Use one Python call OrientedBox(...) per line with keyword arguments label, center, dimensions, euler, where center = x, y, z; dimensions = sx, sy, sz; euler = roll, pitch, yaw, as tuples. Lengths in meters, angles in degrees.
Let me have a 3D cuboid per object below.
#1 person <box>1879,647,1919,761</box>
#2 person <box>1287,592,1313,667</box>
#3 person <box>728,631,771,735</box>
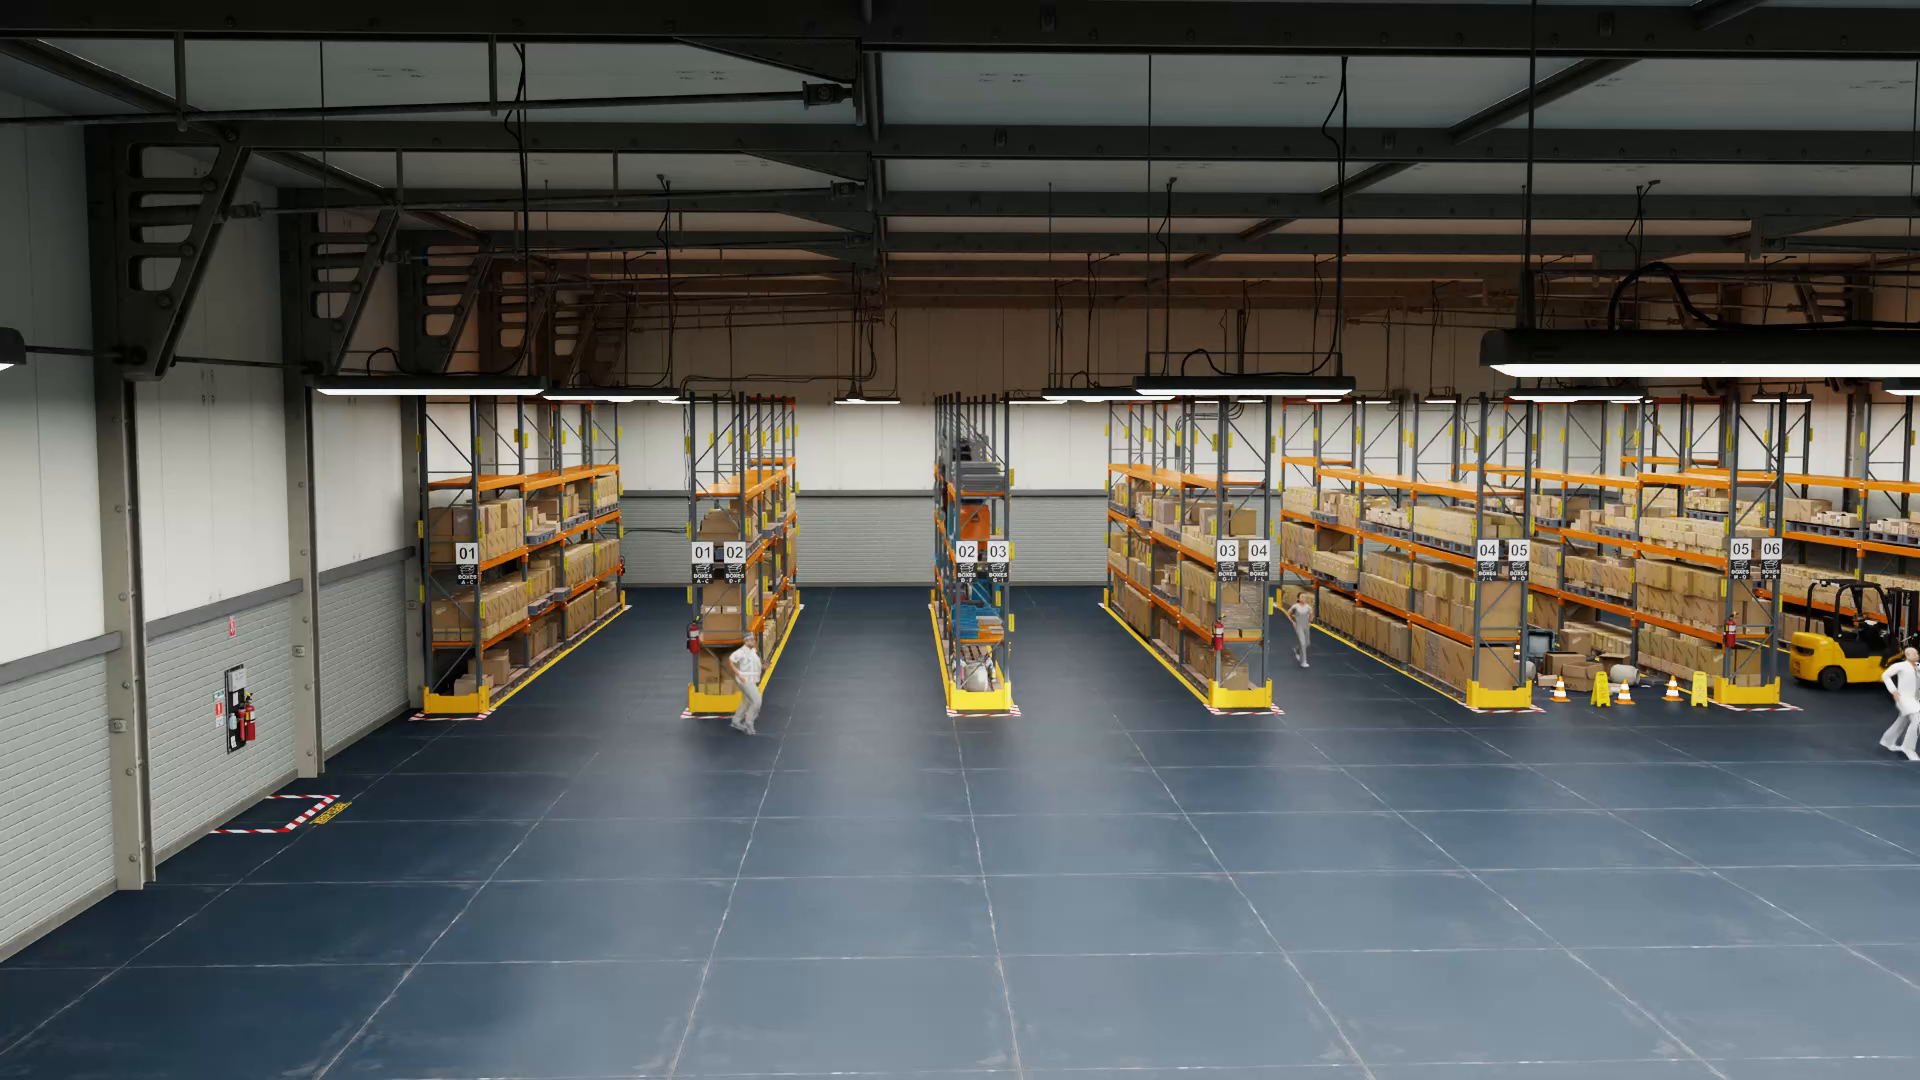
OrientedBox(label="person", center=(15.483, 2.663, 27.207), dimensions=(0.680, 1.848, 0.832), euler=(-2, 5, -28))
OrientedBox(label="person", center=(7.527, 1.960, 36.737), dimensions=(0.576, 1.637, 0.829), euler=(-1, 5, -14))
OrientedBox(label="person", center=(-3.696, 2.520, 29.213), dimensions=(0.753, 1.832, 0.636), euler=(1, 5, 14))
